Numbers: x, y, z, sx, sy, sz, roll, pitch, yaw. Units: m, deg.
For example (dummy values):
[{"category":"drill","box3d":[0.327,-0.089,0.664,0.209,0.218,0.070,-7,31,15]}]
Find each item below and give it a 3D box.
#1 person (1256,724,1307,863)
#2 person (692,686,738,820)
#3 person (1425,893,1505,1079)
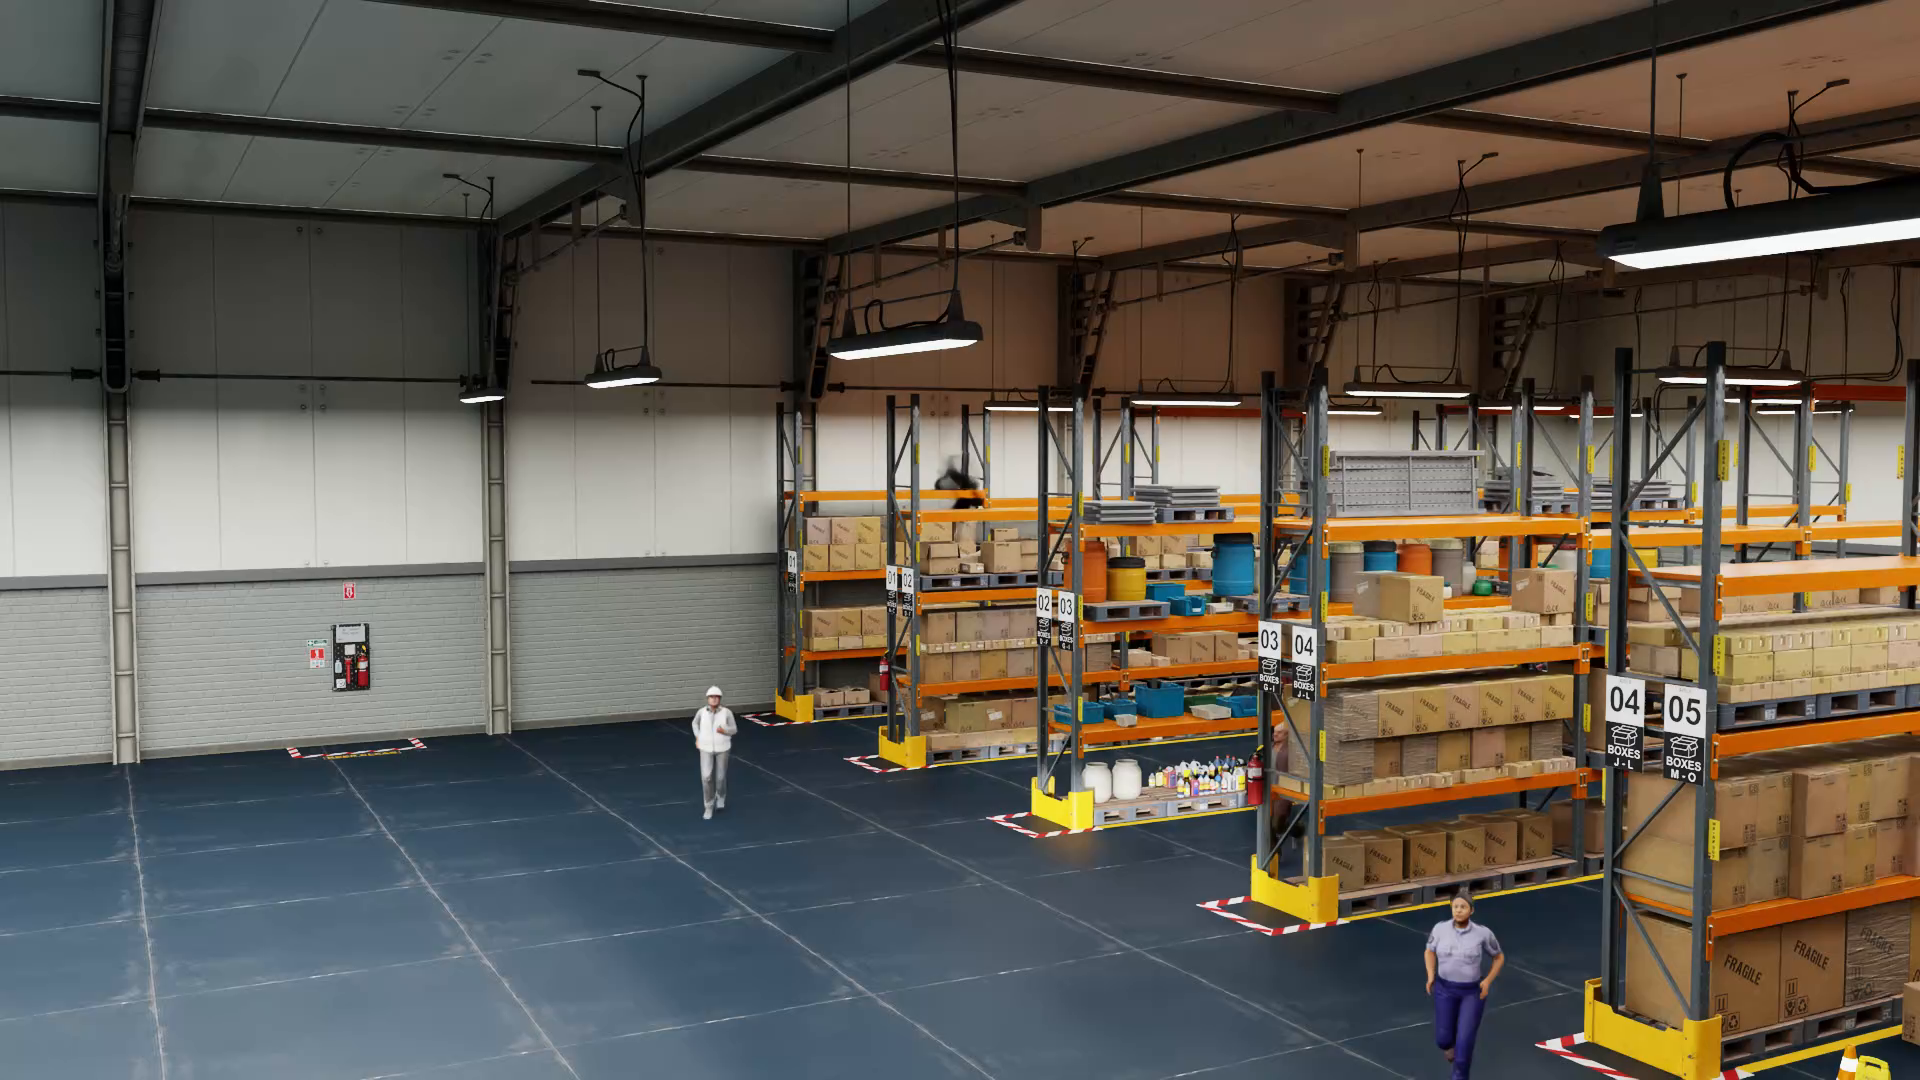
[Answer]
[{"category":"person","box3d":[3.975,3.140,20.613,0.738,1.746,0.712,-3,4,-42]},{"category":"person","box3d":[-3.432,2.961,23.274,0.643,1.827,0.737,0,3,-5]},{"category":"person","box3d":[4.022,3.619,13.310,0.621,1.598,0.668,2,4,25]}]
